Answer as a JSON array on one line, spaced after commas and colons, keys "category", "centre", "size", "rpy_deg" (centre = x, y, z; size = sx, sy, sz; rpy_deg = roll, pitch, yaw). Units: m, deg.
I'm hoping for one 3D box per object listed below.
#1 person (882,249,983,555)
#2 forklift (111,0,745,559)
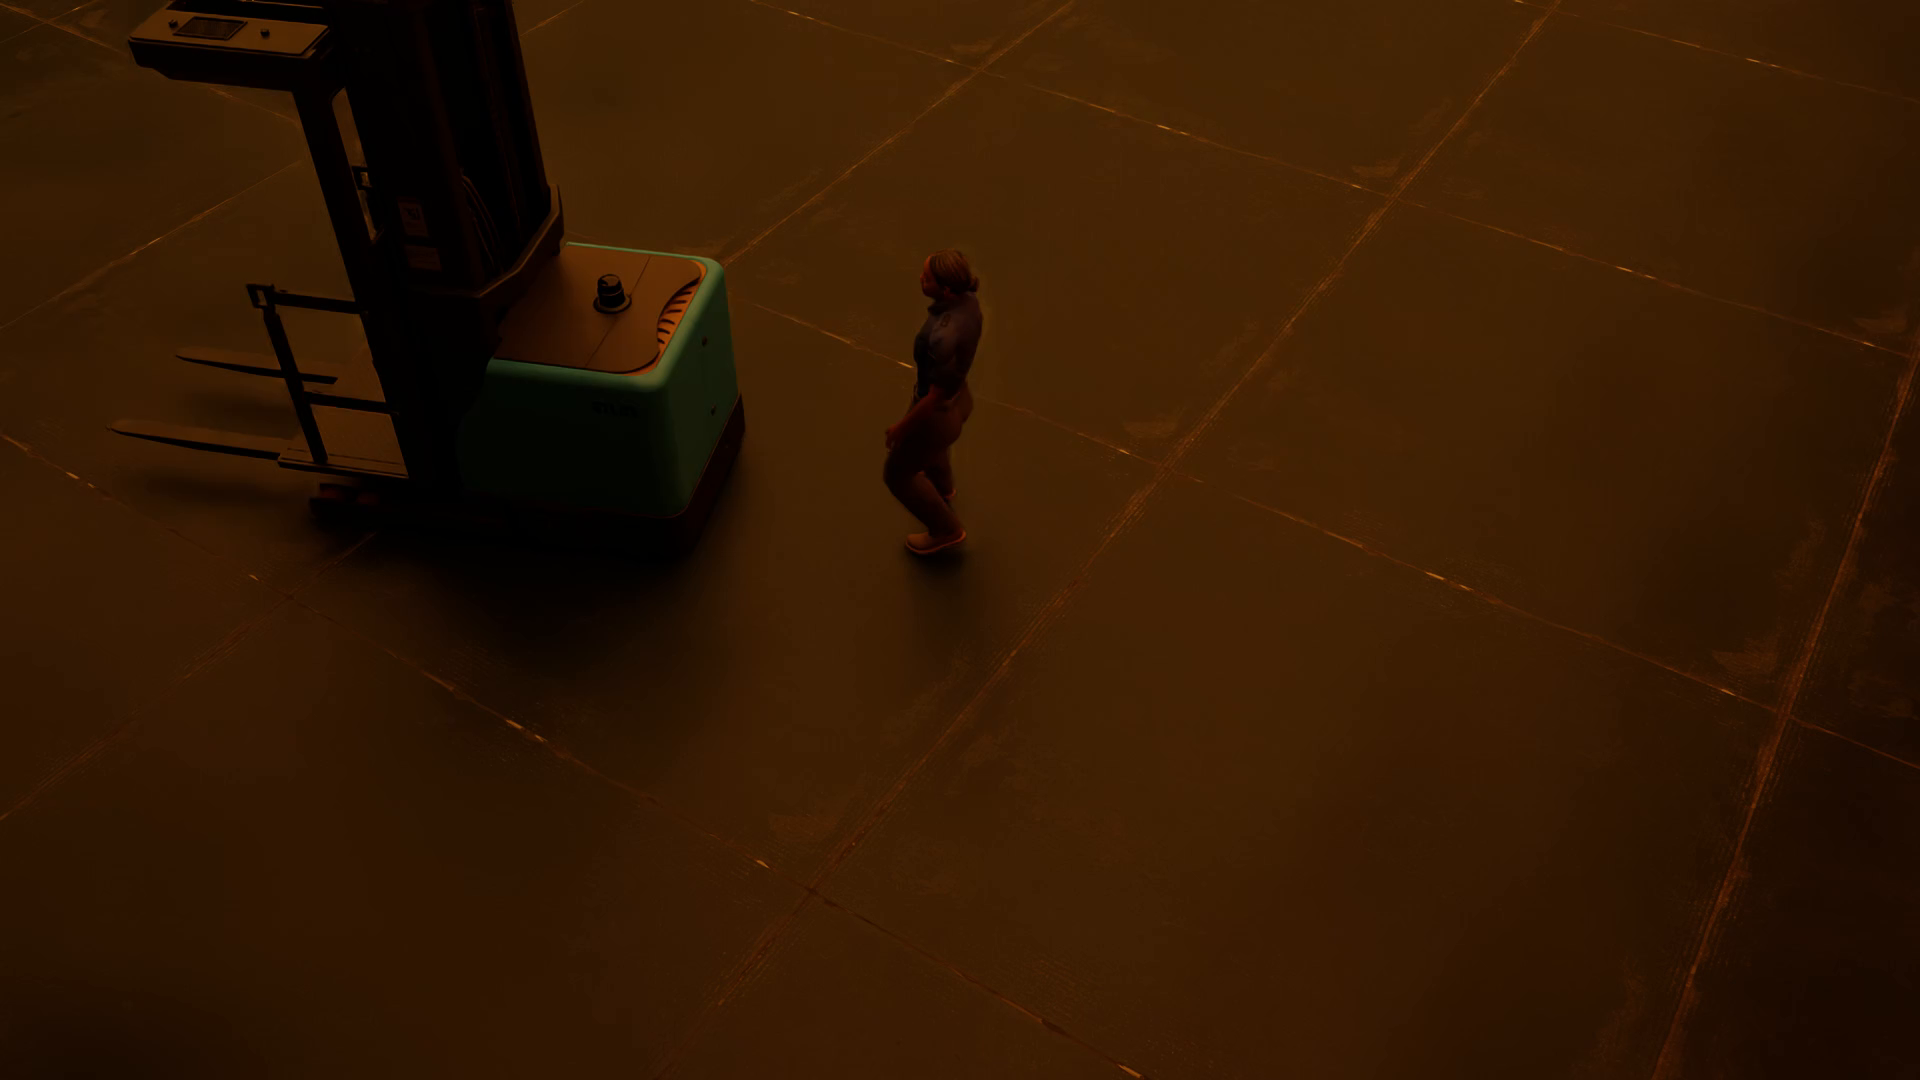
[{"category": "person", "centre": [-0.141, -0.646, 7.450], "size": [0.479, 1.604, 0.655], "rpy_deg": [12, 45, 12]}, {"category": "forklift", "centre": [-2.662, -1.479, 7.409], "size": [3.031, 2.935, 1.130], "rpy_deg": [8, 44, 8]}]
